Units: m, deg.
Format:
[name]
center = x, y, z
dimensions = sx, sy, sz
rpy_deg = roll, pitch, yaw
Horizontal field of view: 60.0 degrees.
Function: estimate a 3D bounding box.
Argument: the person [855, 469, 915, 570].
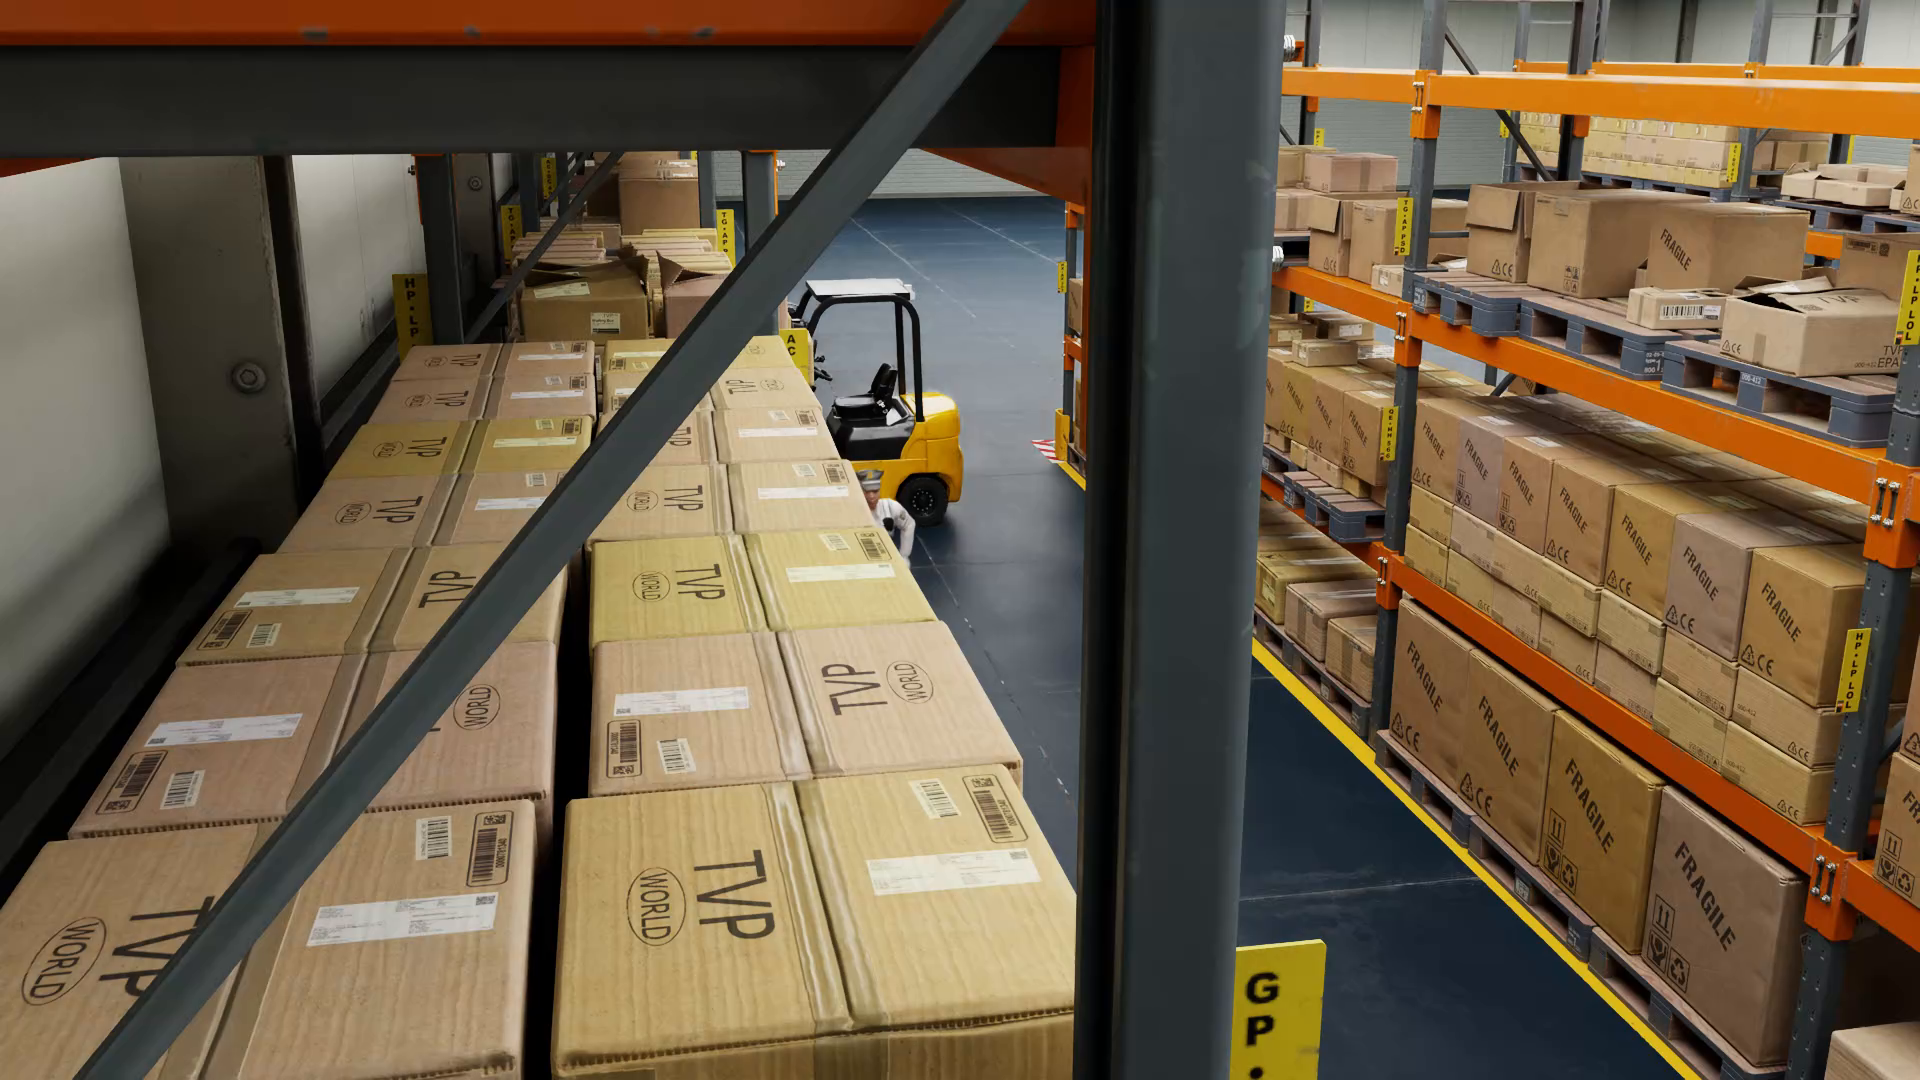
[person]
center = -0.600, 0.255, 11.266
dimensions = 0.628, 1.611, 0.754
rpy_deg = -2, 17, -6
